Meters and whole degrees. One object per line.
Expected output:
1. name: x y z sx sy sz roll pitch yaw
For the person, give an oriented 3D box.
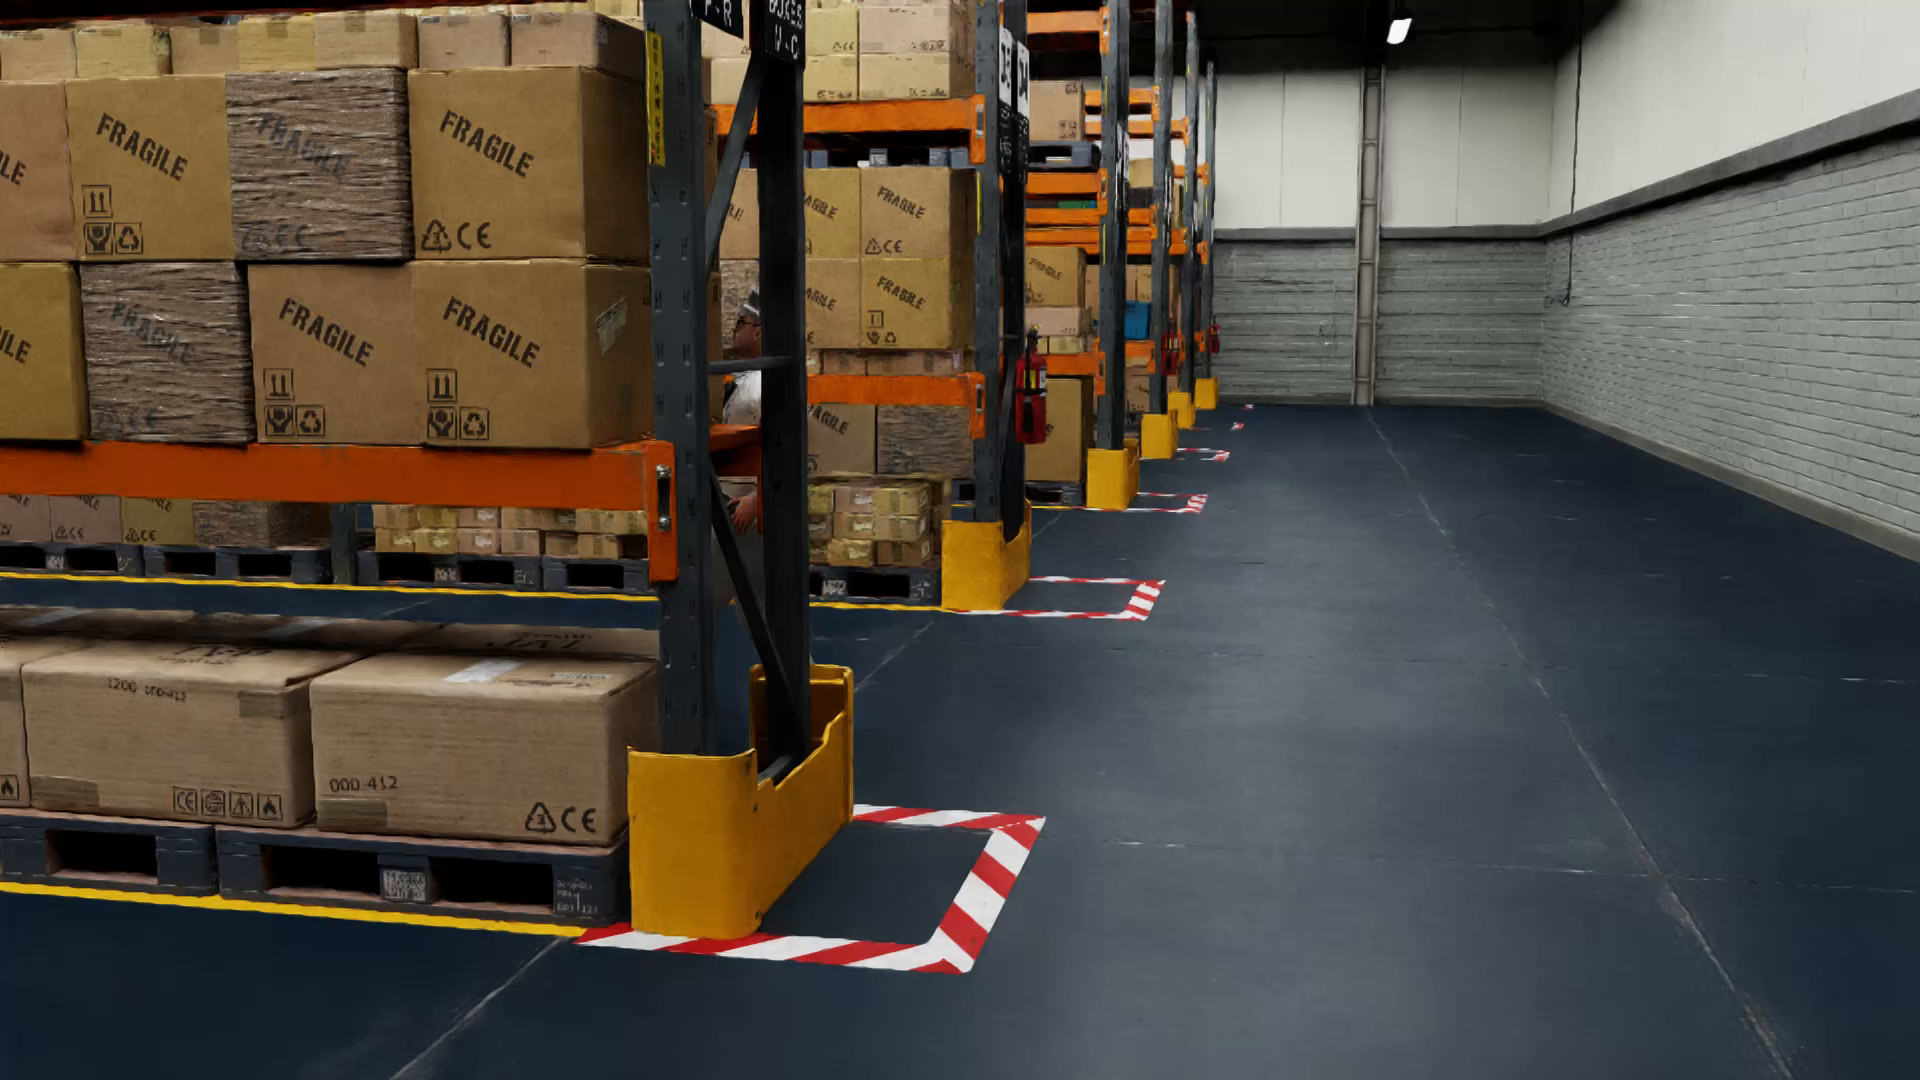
1. person: -0.936 -0.107 6.452 0.922 1.757 0.611 2 8 14
